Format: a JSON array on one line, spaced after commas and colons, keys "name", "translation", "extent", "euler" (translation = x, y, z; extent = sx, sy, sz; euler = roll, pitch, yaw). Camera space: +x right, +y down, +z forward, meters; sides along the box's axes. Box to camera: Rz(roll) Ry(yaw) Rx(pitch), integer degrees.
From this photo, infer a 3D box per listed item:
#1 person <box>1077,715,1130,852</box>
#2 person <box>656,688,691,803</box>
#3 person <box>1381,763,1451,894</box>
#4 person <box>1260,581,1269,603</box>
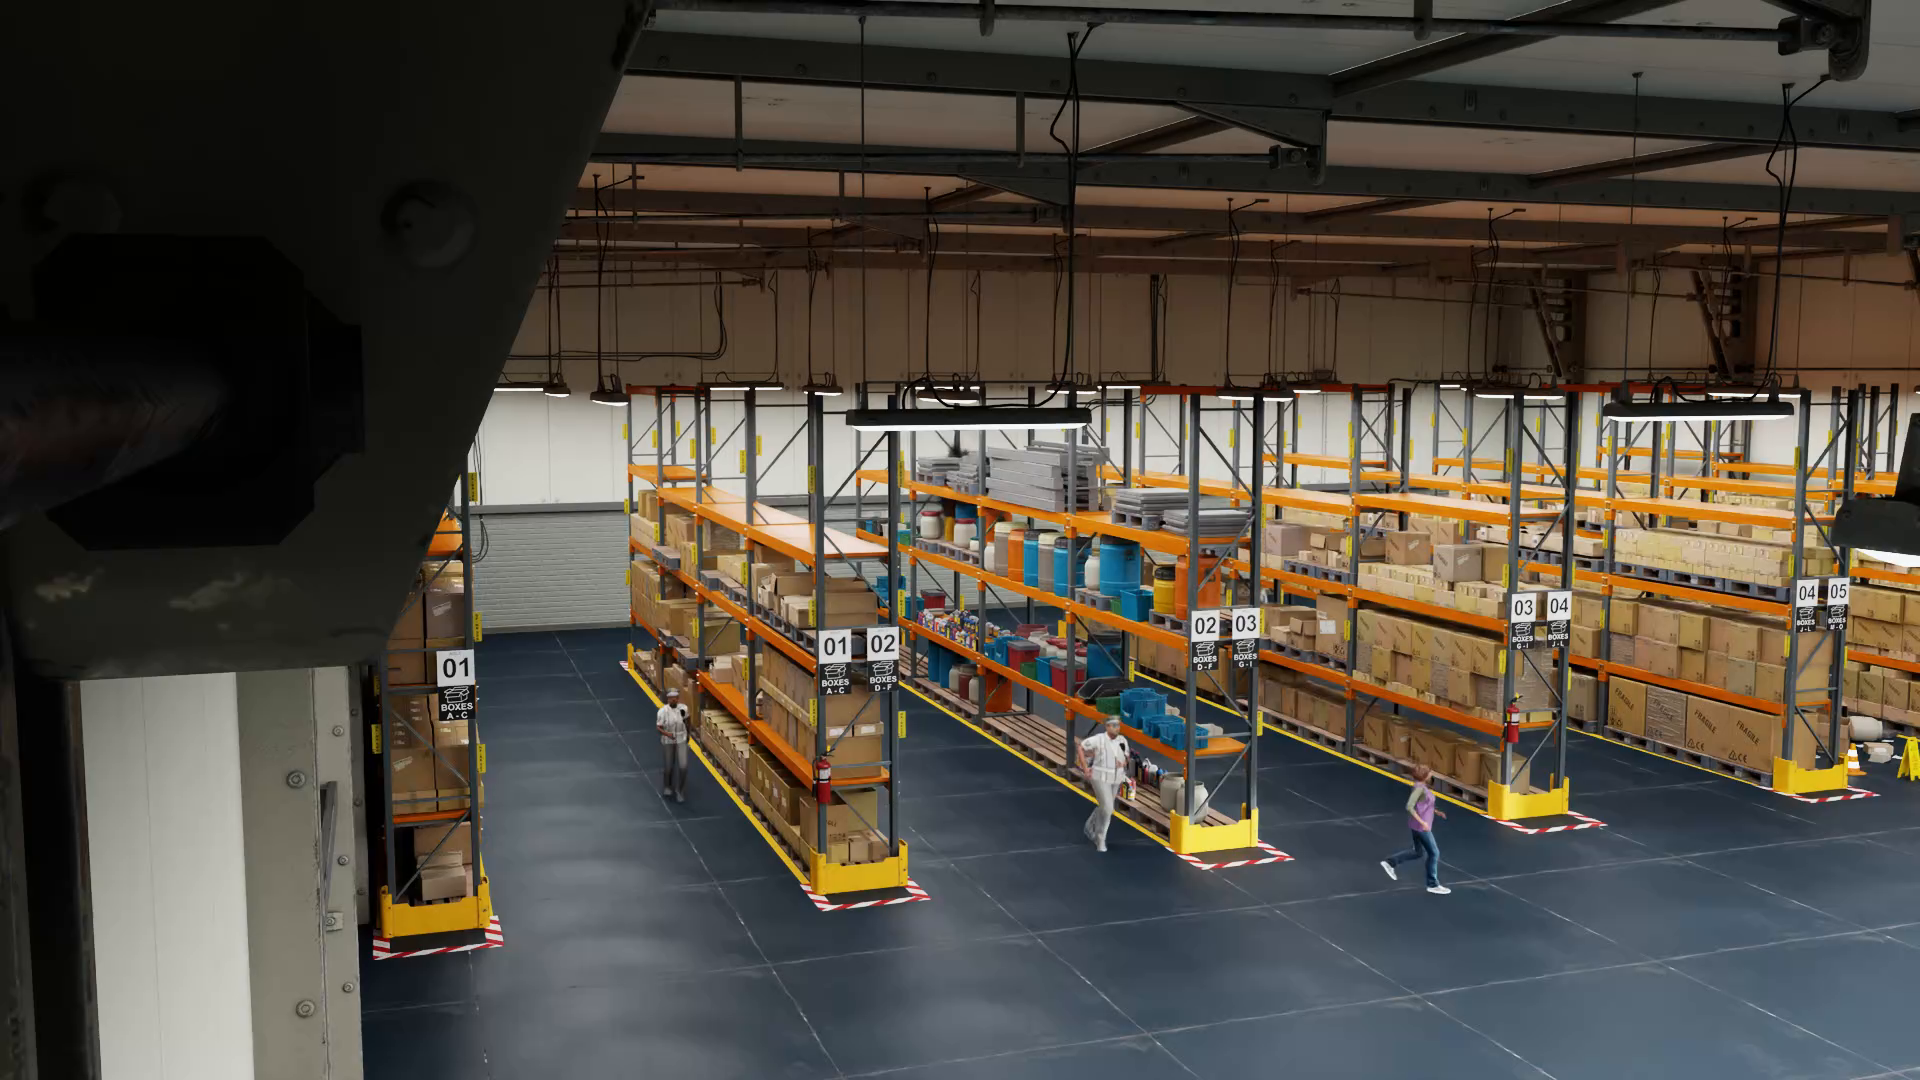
[{"name": "person", "translation": [1.934, 3.214, 22.099], "extent": [0.653, 1.846, 0.707], "euler": [-4, 7, -33]}, {"name": "person", "translation": [-4.181, 2.995, 24.368], "extent": [0.528, 1.717, 0.727], "euler": [-2, 6, -15]}, {"name": "person", "translation": [5.517, 3.470, 20.071], "extent": [0.823, 1.577, 0.565], "euler": [1, 6, 14]}, {"name": "person", "translation": [6.694, 1.688, 37.352], "extent": [0.512, 1.578, 0.631], "euler": [-1, 6, -13]}]
